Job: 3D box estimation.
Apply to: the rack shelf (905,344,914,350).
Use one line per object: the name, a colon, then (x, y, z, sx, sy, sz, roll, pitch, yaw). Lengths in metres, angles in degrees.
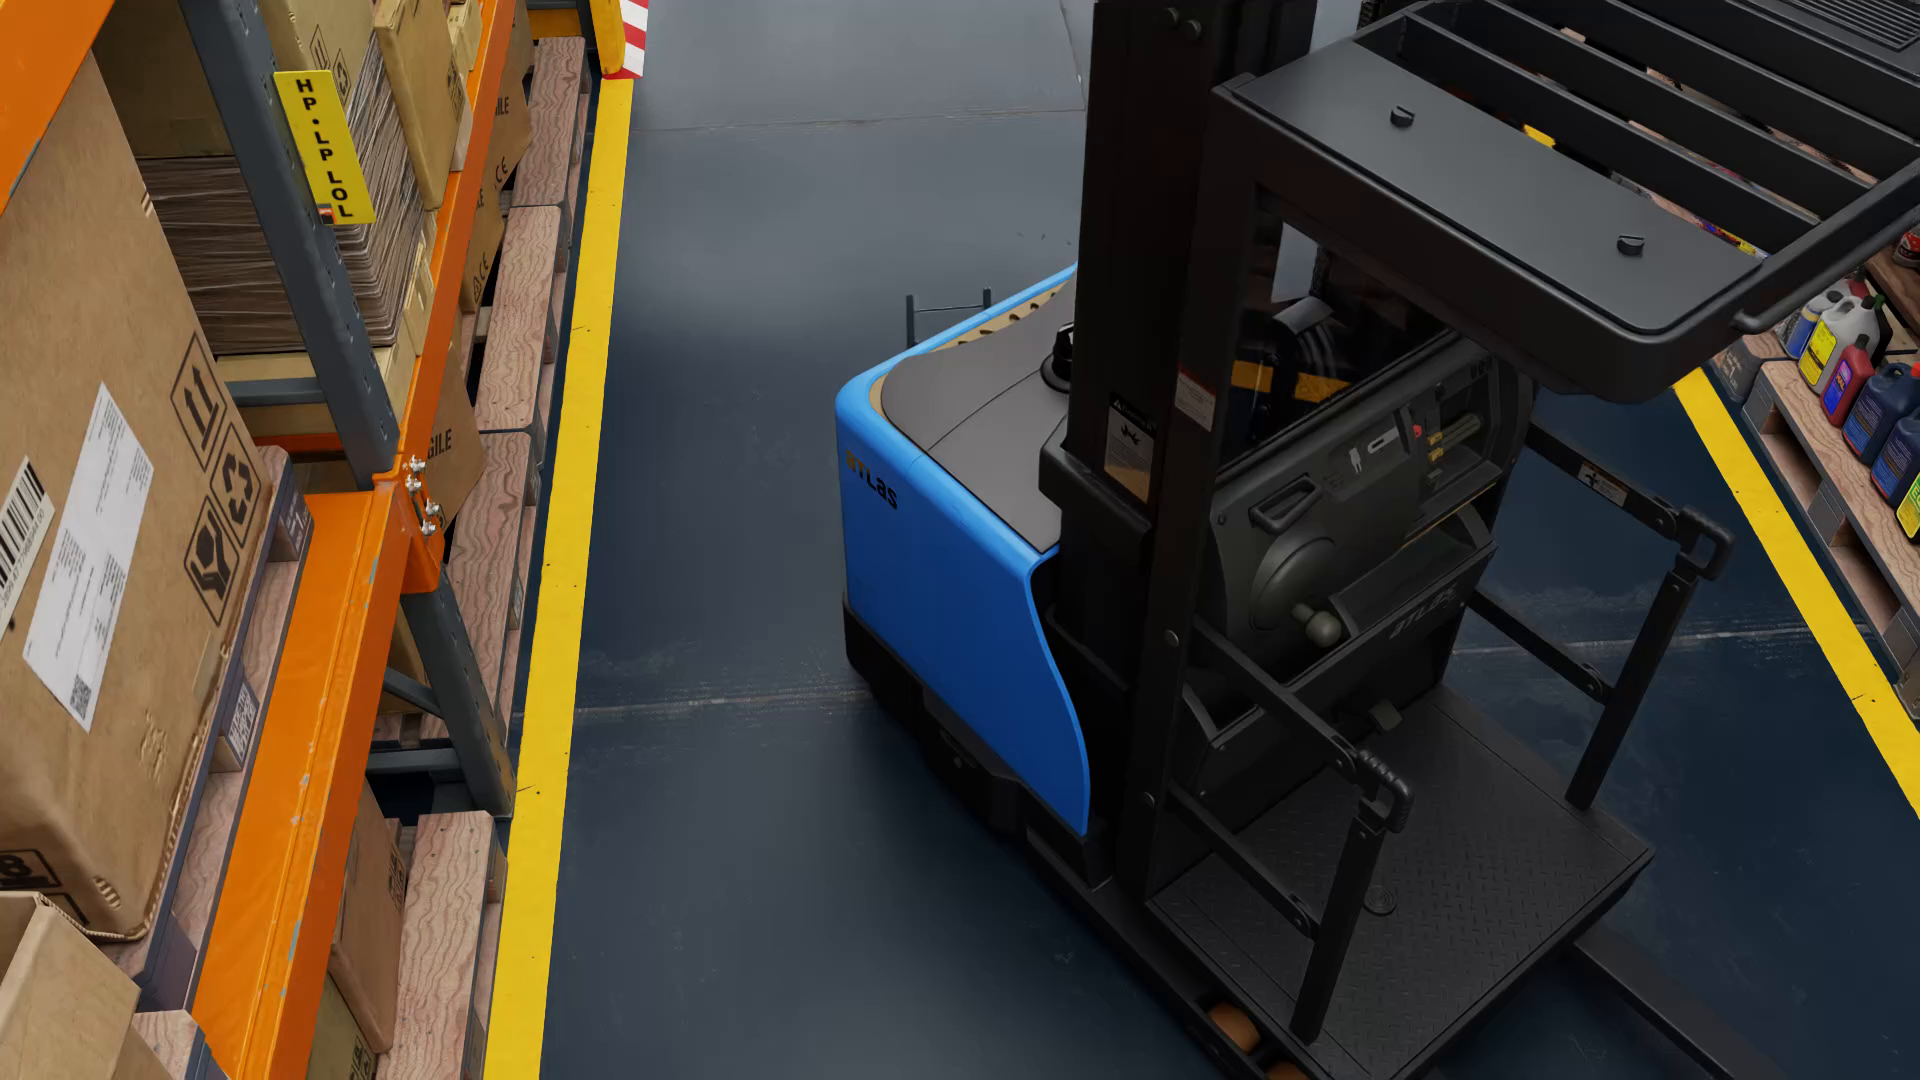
rack shelf: (-0.019, -0.478, 4.757, 0.258, 0.077, 0.200, -5, 47, -5)

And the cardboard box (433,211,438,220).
cardboard box: (-1.526, -0.913, 4.222, 0.380, 0.149, 0.250, -3, 47, -3)

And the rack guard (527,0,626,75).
rack guard: (-2.049, -2.264, 7.050, 1.175, 0.500, 0.348, -3, 47, -3)

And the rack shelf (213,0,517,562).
rack shelf: (-1.888, -1.484, 5.085, 1.077, 0.370, 4.000, -3, 47, -3)

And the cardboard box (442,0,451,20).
cardboard box: (-1.846, -1.470, 4.302, 0.875, 0.500, 0.500, -3, 47, -3)

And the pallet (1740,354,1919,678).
pallet: (3.200, -0.115, 5.213, 1.003, 0.211, 1.213, -3, 47, -3)

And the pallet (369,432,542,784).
pallet: (-1.812, 0.191, 4.924, 1.003, 0.211, 1.213, -3, 47, -3)

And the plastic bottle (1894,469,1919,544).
plastic bottle: (2.846, -0.131, 4.876, 0.061, 0.283, 0.133, -1, 47, -1)

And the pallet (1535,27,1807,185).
pallet: (2.996, -1.880, 6.885, 1.003, 0.211, 1.213, -3, 47, -3)

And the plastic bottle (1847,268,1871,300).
plastic bottle: (2.927, -0.748, 5.461, 0.061, 0.283, 0.133, -3, 47, -3)

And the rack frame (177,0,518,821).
rack frame: (-1.721, -0.284, 3.453, 1.000, 3.000, 0.127, -3, 47, -3)

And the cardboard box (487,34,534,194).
cardboard box: (-1.936, -1.580, 6.113, 0.500, 0.500, 0.500, 8, 47, 7)

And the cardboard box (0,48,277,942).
cardboard box: (-1.794, -0.052, 2.531, 1.000, 1.000, 1.000, -3, 47, -3)

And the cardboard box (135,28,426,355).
cardboard box: (-1.697, -0.750, 3.621, 0.875, 0.500, 0.500, -3, 47, -3)

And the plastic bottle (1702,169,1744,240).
plastic bottle: (2.722, -1.201, 5.889, 0.061, 0.283, 0.133, -3, 47, -3)

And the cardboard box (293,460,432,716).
cardboard box: (-1.714, 0.139, 4.485, 0.500, 0.500, 0.500, -5, 47, -5)

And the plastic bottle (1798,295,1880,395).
plastic bottle: (2.831, -0.647, 5.318, 0.144, 0.351, 0.185, -4, 47, -4)

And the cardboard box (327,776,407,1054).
cardboard box: (-1.691, 0.870, 3.779, 0.700, 0.500, 0.500, -7, 47, -6)

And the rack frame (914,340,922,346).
rack frame: (-0.006, -0.242, 4.860, 0.240, 0.900, 0.006, -5, 47, -5)

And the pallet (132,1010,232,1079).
pallet: (-1.592, 1.246, 2.136, 1.003, 0.211, 1.213, -3, 47, -3)

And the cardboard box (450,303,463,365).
cardboard box: (-1.900, -0.719, 5.298, 0.500, 0.500, 0.500, -7, 47, -7)

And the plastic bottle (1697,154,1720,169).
plastic bottle: (2.721, -1.362, 6.050, 0.097, 0.271, 0.097, 0, 47, 0)

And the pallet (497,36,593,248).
pallet: (-2.016, -1.575, 6.596, 1.003, 0.211, 1.213, -3, 47, -3)

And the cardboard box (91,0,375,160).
cardboard box: (-1.505, -1.106, 3.269, 0.500, 0.500, 0.500, -3, 47, -3)

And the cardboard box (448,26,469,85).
cardboard box: (-1.568, -1.275, 4.564, 0.380, 0.149, 0.250, -3, 47, -3)

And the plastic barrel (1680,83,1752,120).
plastic barrel: (3.053, -1.934, 6.440, 0.421, 0.512, 0.421, 0, 47, 0)

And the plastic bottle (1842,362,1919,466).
plastic bottle: (2.858, -0.413, 5.097, 0.144, 0.351, 0.185, -6, 47, -5)

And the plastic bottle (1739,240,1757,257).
plastic bottle: (2.758, -1.041, 5.746, 0.097, 0.271, 0.097, 0, 47, 0)

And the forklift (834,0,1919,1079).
forklift: (0.984, -0.033, 3.263, 1.130, 2.935, 3.031, -30, 54, -26)

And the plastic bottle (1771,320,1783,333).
plastic bottle: (2.784, -0.797, 5.563, 0.097, 0.201, 0.097, 0, 47, 0)

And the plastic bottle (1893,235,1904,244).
plastic bottle: (3.358, -1.204, 5.892, 0.061, 0.283, 0.133, -3, 47, -3)

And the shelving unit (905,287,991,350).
shelving unit: (-0.019, -0.316, 4.929, 0.258, 0.900, 0.210, -5, 47, -5)

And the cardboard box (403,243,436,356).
cardboard box: (-1.447, -0.553, 3.881, 0.380, 0.149, 0.250, -3, 47, -3)
